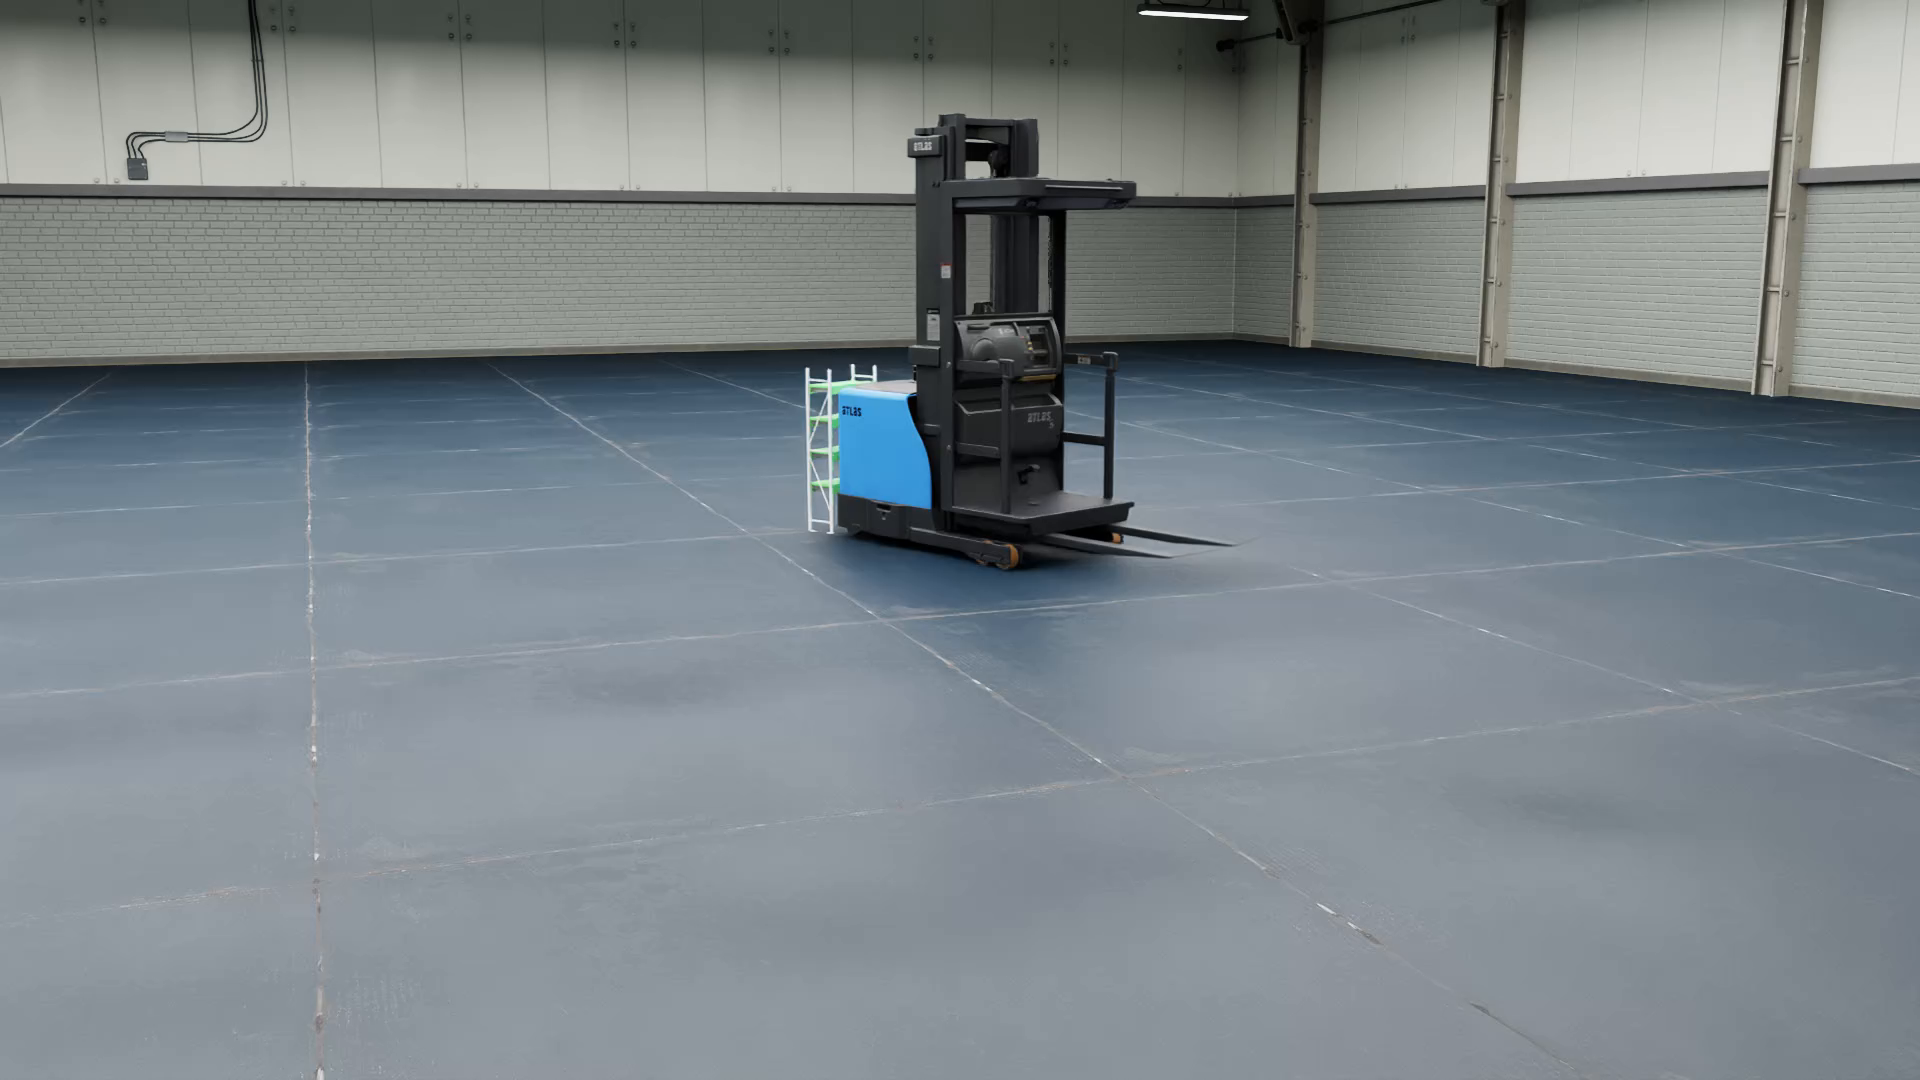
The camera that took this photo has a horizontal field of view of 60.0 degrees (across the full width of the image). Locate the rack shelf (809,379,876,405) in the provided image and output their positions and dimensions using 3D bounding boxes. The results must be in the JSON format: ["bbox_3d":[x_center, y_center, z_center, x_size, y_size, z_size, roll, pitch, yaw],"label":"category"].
[{"bbox_3d":[-0.871,-1.089,12.239,0.258,0.148,0.480,8,13,38],"label":"rack shelf"}]

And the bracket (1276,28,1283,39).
[{"bbox_3d":[6.565,-10.246,33.549,0.235,0.232,0.430,-4,11,-21],"label":"bracket"}]

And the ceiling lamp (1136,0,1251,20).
[{"bbox_3d":[3.823,-10.357,27.783,2.000,3.185,0.800,-4,11,-21],"label":"ceiling lamp"}]

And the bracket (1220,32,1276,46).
[{"bbox_3d":[5.920,-10.537,35.181,0.076,0.066,3.189,-4,11,-21],"label":"bracket"}]

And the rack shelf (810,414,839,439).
[{"bbox_3d":[-0.870,-0.853,12.281,0.258,0.148,0.480,8,13,38],"label":"rack shelf"}]

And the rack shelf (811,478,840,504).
[{"bbox_3d":[-0.869,-0.380,12.364,0.258,0.148,0.480,8,13,38],"label":"rack shelf"}]

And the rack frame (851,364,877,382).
[{"bbox_3d":[-0.716,-0.713,12.498,0.240,1.200,0.015,8,13,38],"label":"rack frame"}]

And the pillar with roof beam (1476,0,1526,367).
[{"bbox_3d":[5.208,-7.176,26.568,9.100,9.000,0.548,-4,11,-21],"label":"pillar with roof beam"}]

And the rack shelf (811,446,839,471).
[{"bbox_3d":[-0.870,-0.617,12.323,0.258,0.148,0.480,8,13,38],"label":"rack shelf"}]

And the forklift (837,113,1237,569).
[{"bbox_3d":[0.480,-1.351,11.147,1.130,2.935,3.031,-9,14,-42],"label":"forklift"}]

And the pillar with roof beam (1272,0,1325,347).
[{"bbox_3d":[3.034,-8.156,32.074,9.100,9.000,0.548,-4,11,-21],"label":"pillar with roof beam"}]

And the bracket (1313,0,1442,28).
[{"bbox_3d":[7.799,-9.690,30.423,0.076,0.066,4.783,-4,11,-21],"label":"bracket"}]

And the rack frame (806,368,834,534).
[{"bbox_3d":[-1.023,-0.646,12.125,0.240,1.200,0.015,8,13,38],"label":"rack frame"}]

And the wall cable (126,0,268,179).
[{"bbox_3d":[-13.294,-9.269,28.621,2.305,6.003,0.169,-4,11,-21],"label":"wall cable"}]

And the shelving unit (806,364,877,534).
[{"bbox_3d":[-0.870,-0.679,12.311,0.258,1.200,0.503,8,13,38],"label":"shelving unit"}]

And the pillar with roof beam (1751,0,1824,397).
[{"bbox_3d":[7.382,-6.197,21.062,9.100,9.000,0.400,-4,11,-21],"label":"pillar with roof beam"}]

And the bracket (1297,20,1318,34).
[{"bbox_3d":[6.866,-10.111,32.787,0.235,0.232,0.430,-4,11,-21],"label":"bracket"}]

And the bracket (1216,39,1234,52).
[{"bbox_3d":[5.706,-10.633,35.723,0.235,0.232,0.430,-4,11,-21],"label":"bracket"}]
